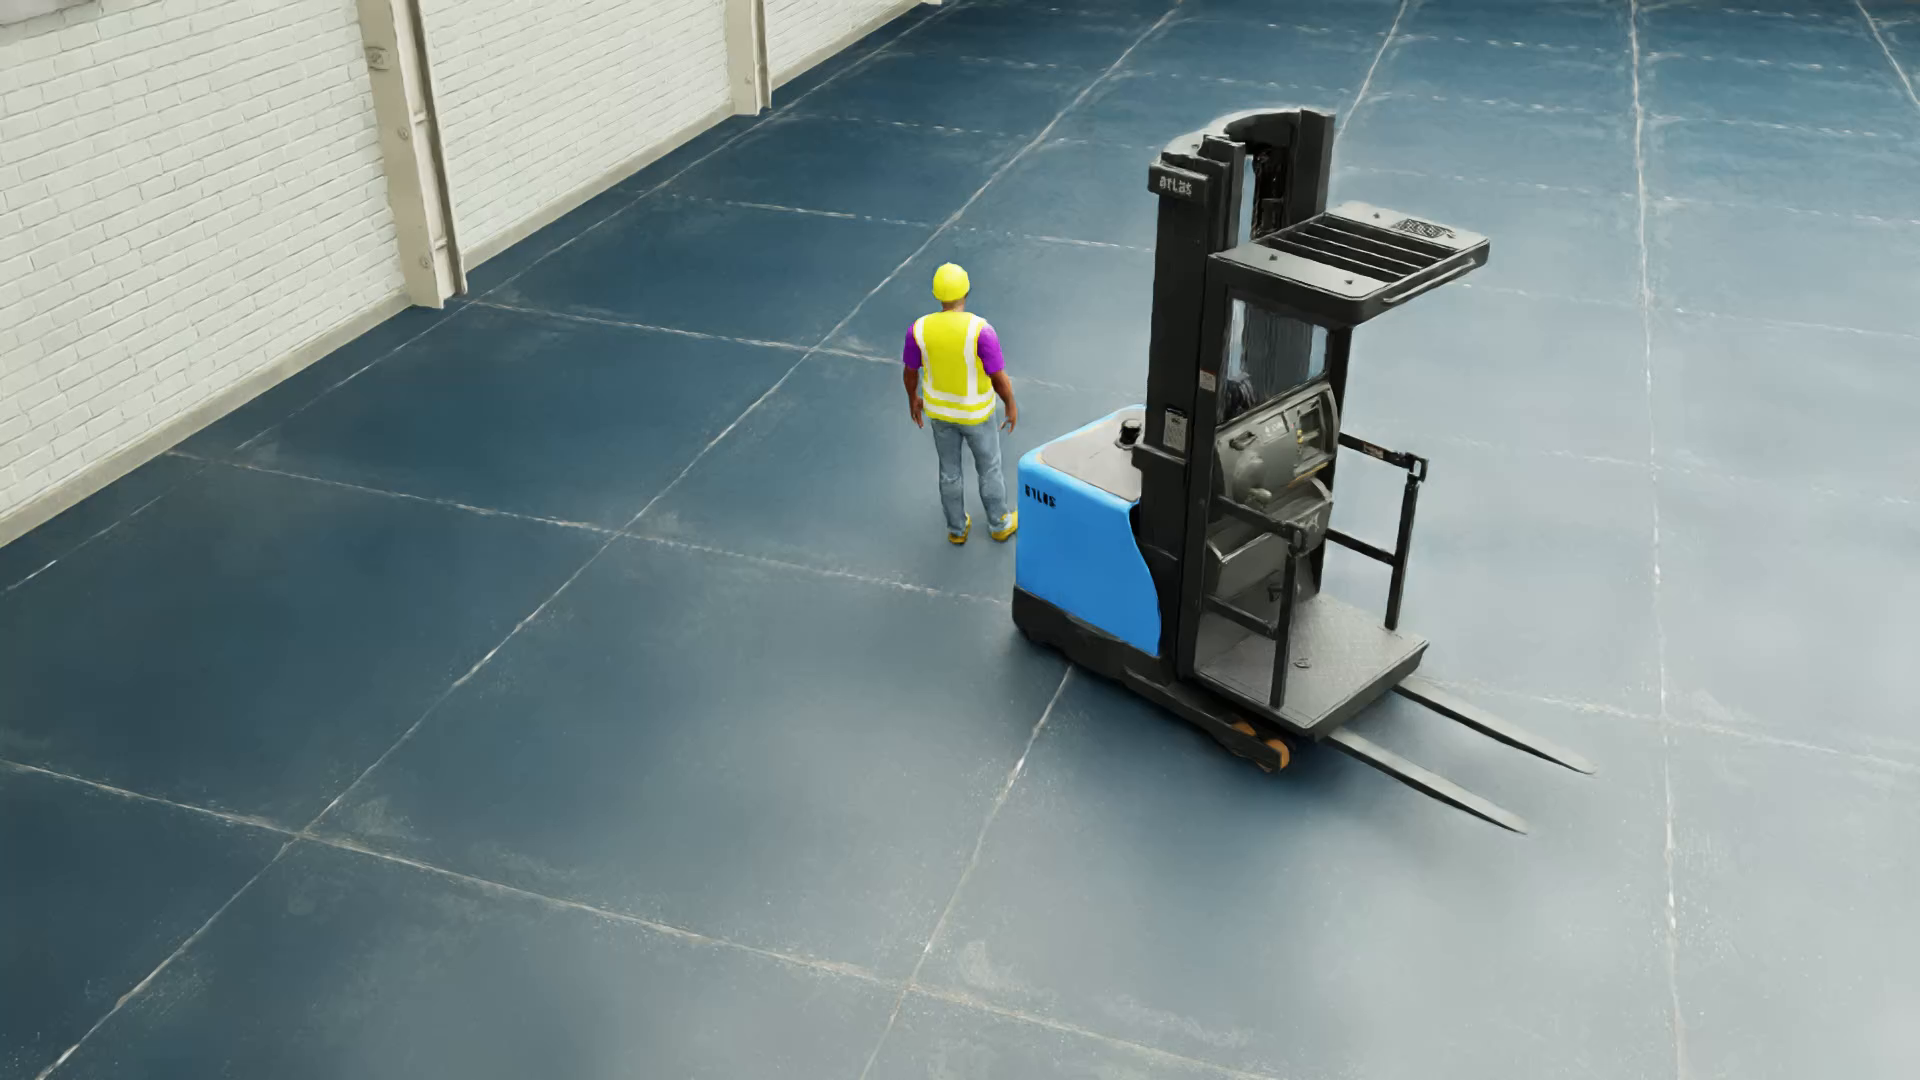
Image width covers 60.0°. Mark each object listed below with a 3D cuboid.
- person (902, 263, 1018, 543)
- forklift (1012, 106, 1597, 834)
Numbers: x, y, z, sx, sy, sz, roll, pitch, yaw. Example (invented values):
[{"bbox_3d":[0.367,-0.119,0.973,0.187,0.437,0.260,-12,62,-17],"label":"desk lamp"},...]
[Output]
[{"bbox_3d":[0.028,-0.805,9.711,0.665,1.766,0.576,10,31,16],"label":"person"},{"bbox_3d":[1.681,-0.429,7.889,1.130,2.935,3.031,-26,39,-38],"label":"forklift"}]
